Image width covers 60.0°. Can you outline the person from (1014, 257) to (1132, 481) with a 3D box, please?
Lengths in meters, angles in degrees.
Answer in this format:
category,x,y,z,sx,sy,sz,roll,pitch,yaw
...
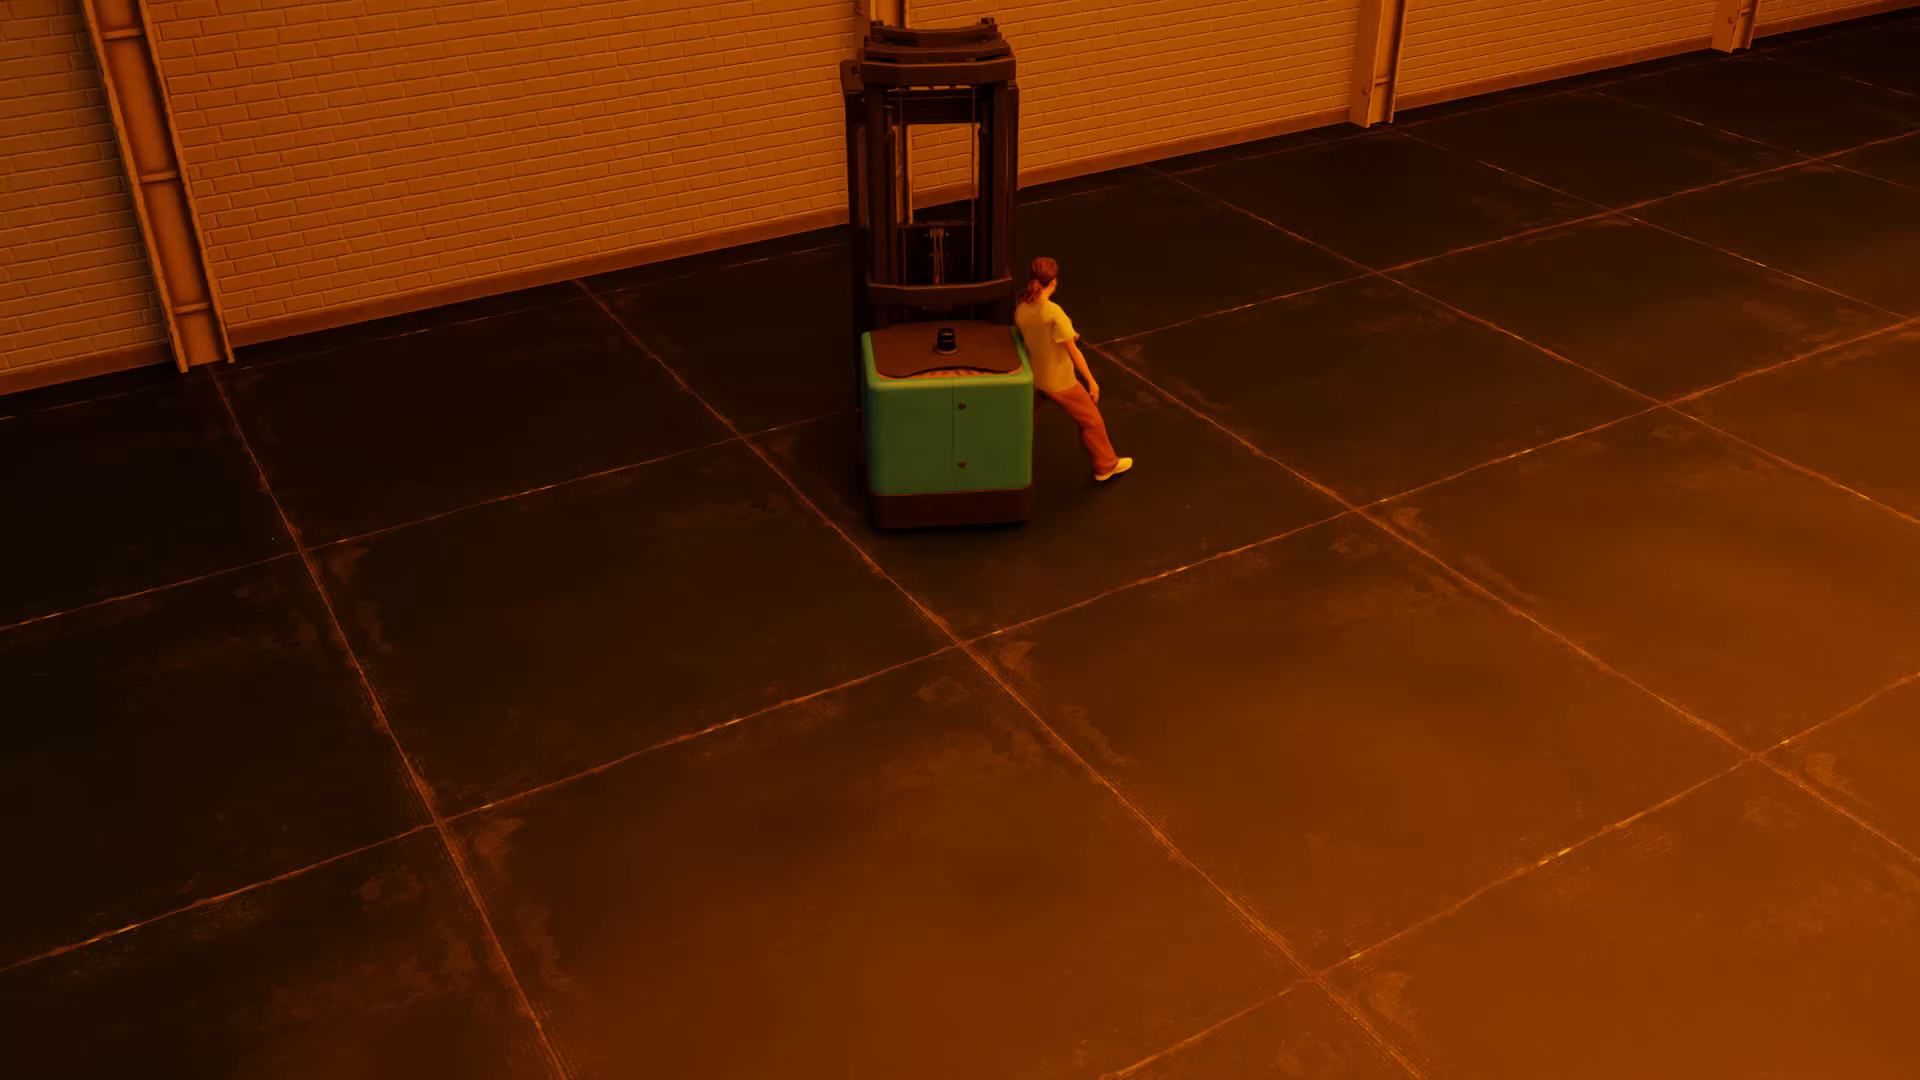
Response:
category,x,y,z,sx,sy,sz,roll,pitch,yaw
person,0.666,-1.090,10.743,0.764,1.564,0.857,25,39,36

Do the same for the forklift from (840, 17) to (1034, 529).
category,x,y,z,sx,sy,sz,roll,pitch,yaw
forklift,-0.202,-2.062,11.091,1.130,2.935,3.031,-3,31,-5
